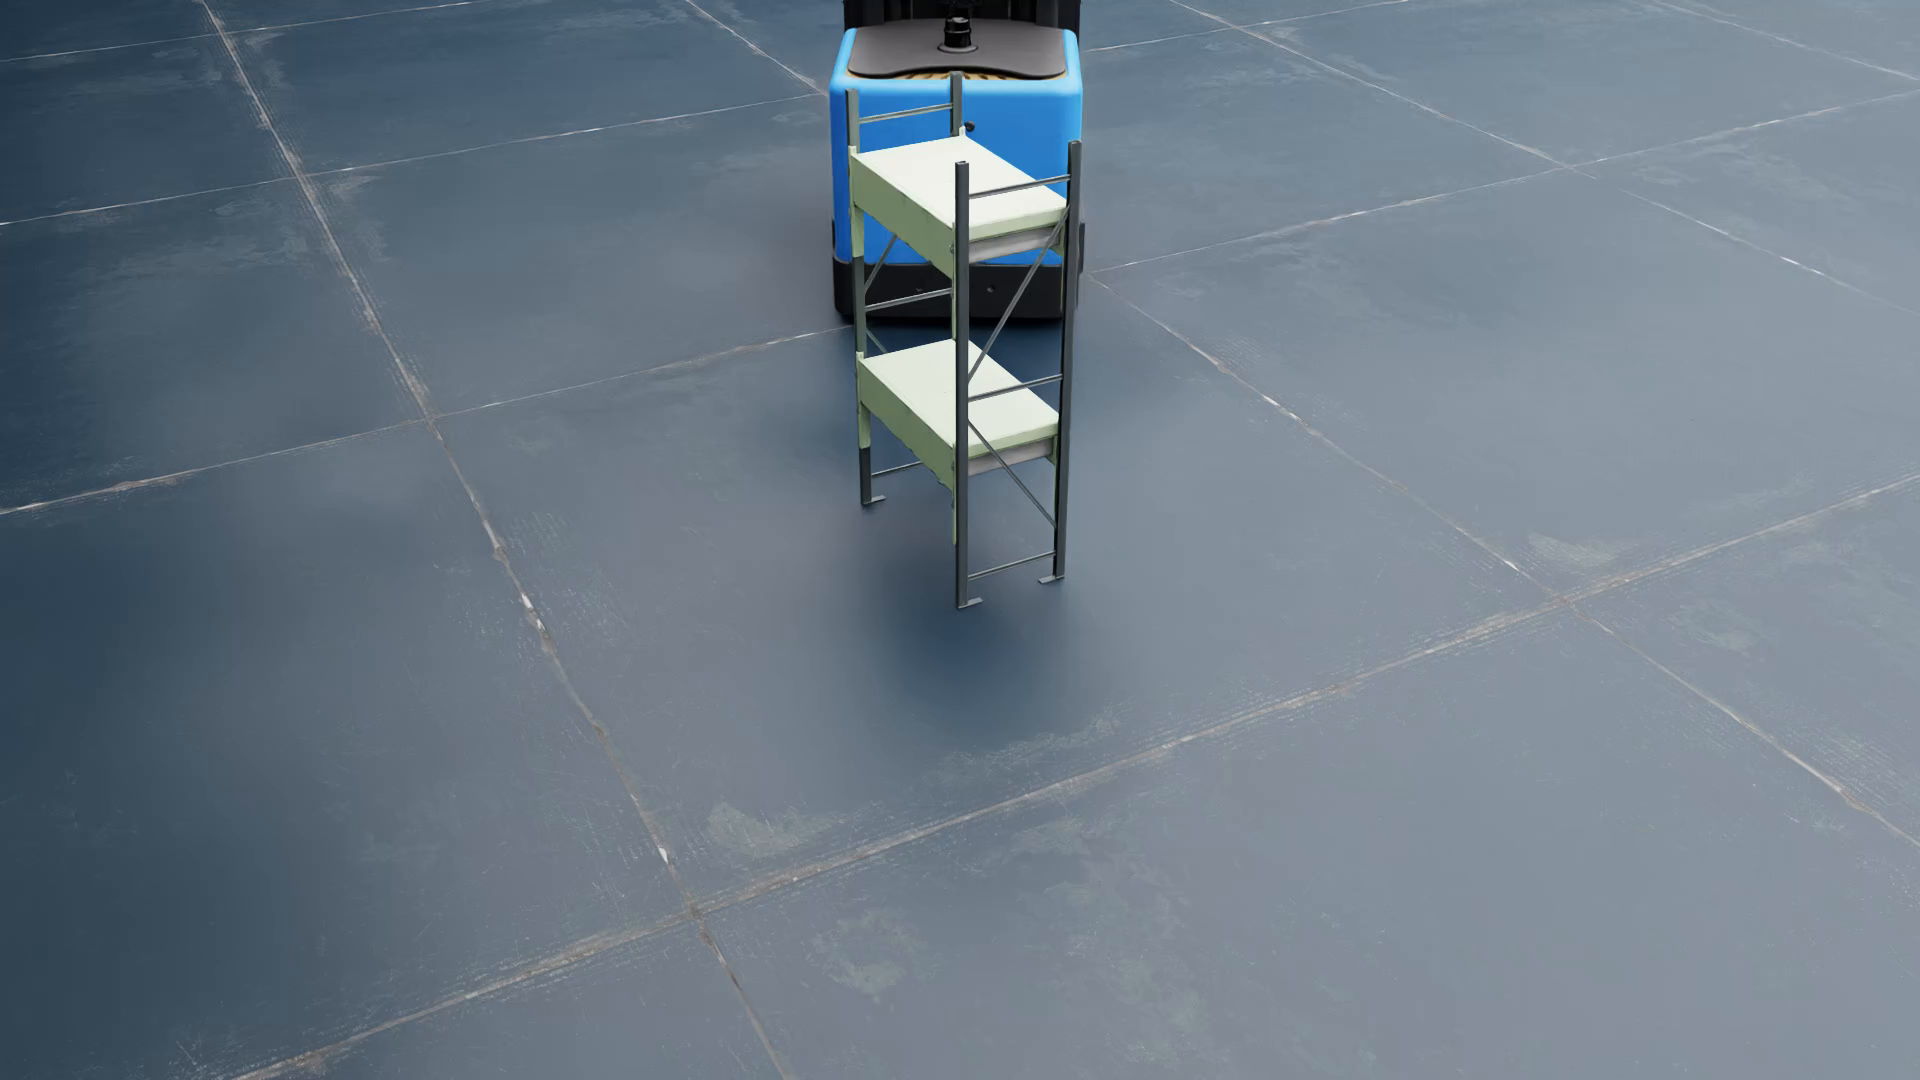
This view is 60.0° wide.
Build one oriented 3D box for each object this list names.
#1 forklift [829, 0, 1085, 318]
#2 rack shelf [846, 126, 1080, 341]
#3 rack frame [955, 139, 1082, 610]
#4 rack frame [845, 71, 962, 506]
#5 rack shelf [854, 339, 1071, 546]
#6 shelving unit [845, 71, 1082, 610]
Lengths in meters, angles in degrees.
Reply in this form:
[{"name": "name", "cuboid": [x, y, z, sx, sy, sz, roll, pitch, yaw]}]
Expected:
[{"name": "forklift", "cuboid": [0.015, -2.941, 7.623, 1.130, 2.935, 3.031, 1, 33, 1]}, {"name": "rack shelf", "cuboid": [-0.003, -0.963, 5.140, 0.431, 0.370, 0.720, -16, 36, -23]}, {"name": "rack frame", "cuboid": [0.168, -0.460, 5.078, 0.400, 1.500, 0.023, -16, 36, -23]}, {"name": "rack frame", "cuboid": [-0.174, -0.809, 5.623, 0.400, 1.500, 0.023, -16, 36, -23]}, {"name": "rack shelf", "cuboid": [-0.003, -0.360, 5.526, 0.431, 0.370, 0.720, -16, 36, -23]}, {"name": "shelving unit", "cuboid": [-0.003, -0.635, 5.350, 0.431, 1.500, 0.755, -16, 36, -23]}]
